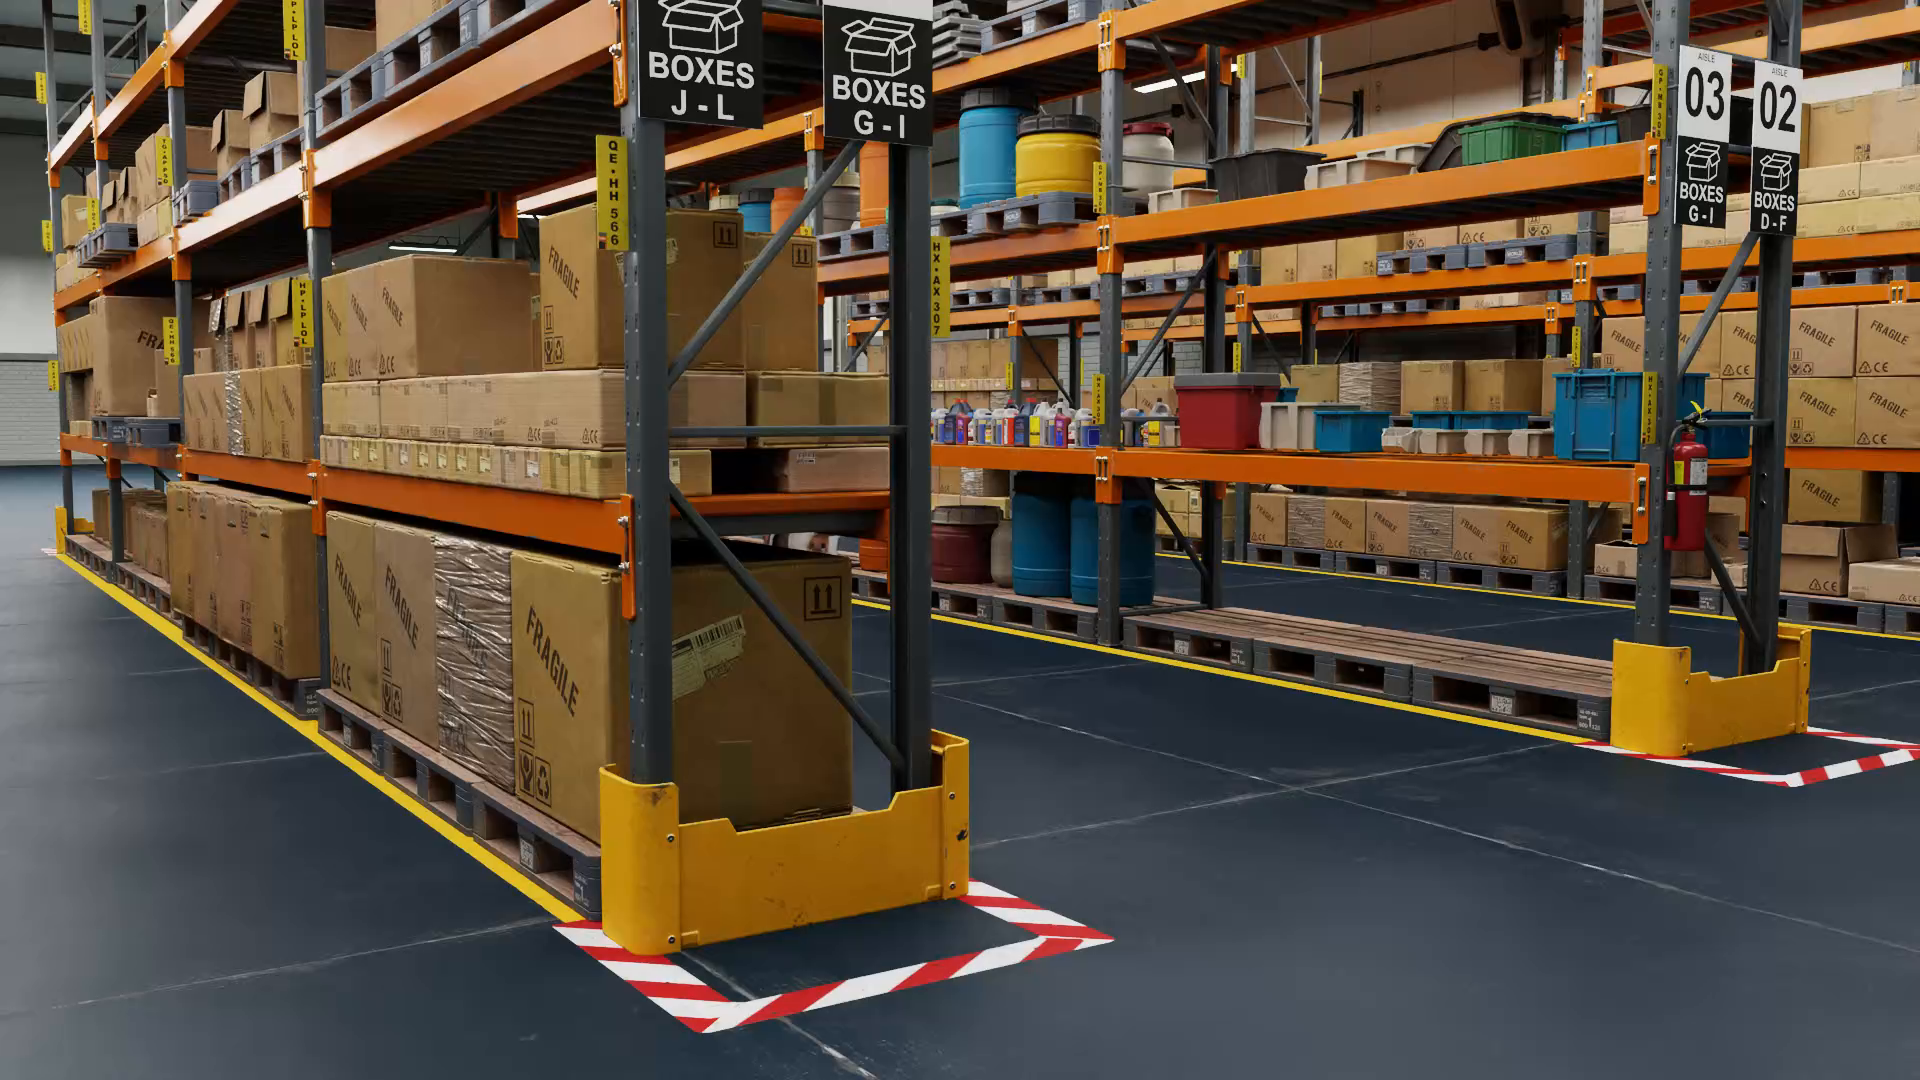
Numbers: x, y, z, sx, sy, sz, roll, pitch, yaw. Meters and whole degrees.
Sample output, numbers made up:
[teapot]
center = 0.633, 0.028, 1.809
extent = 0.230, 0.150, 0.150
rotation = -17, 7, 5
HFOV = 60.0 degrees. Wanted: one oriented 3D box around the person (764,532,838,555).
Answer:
[person]
center = -0.879, -0.035, 9.205
extent = 0.416, 1.774, 0.652
rotation = -3, 6, -35
